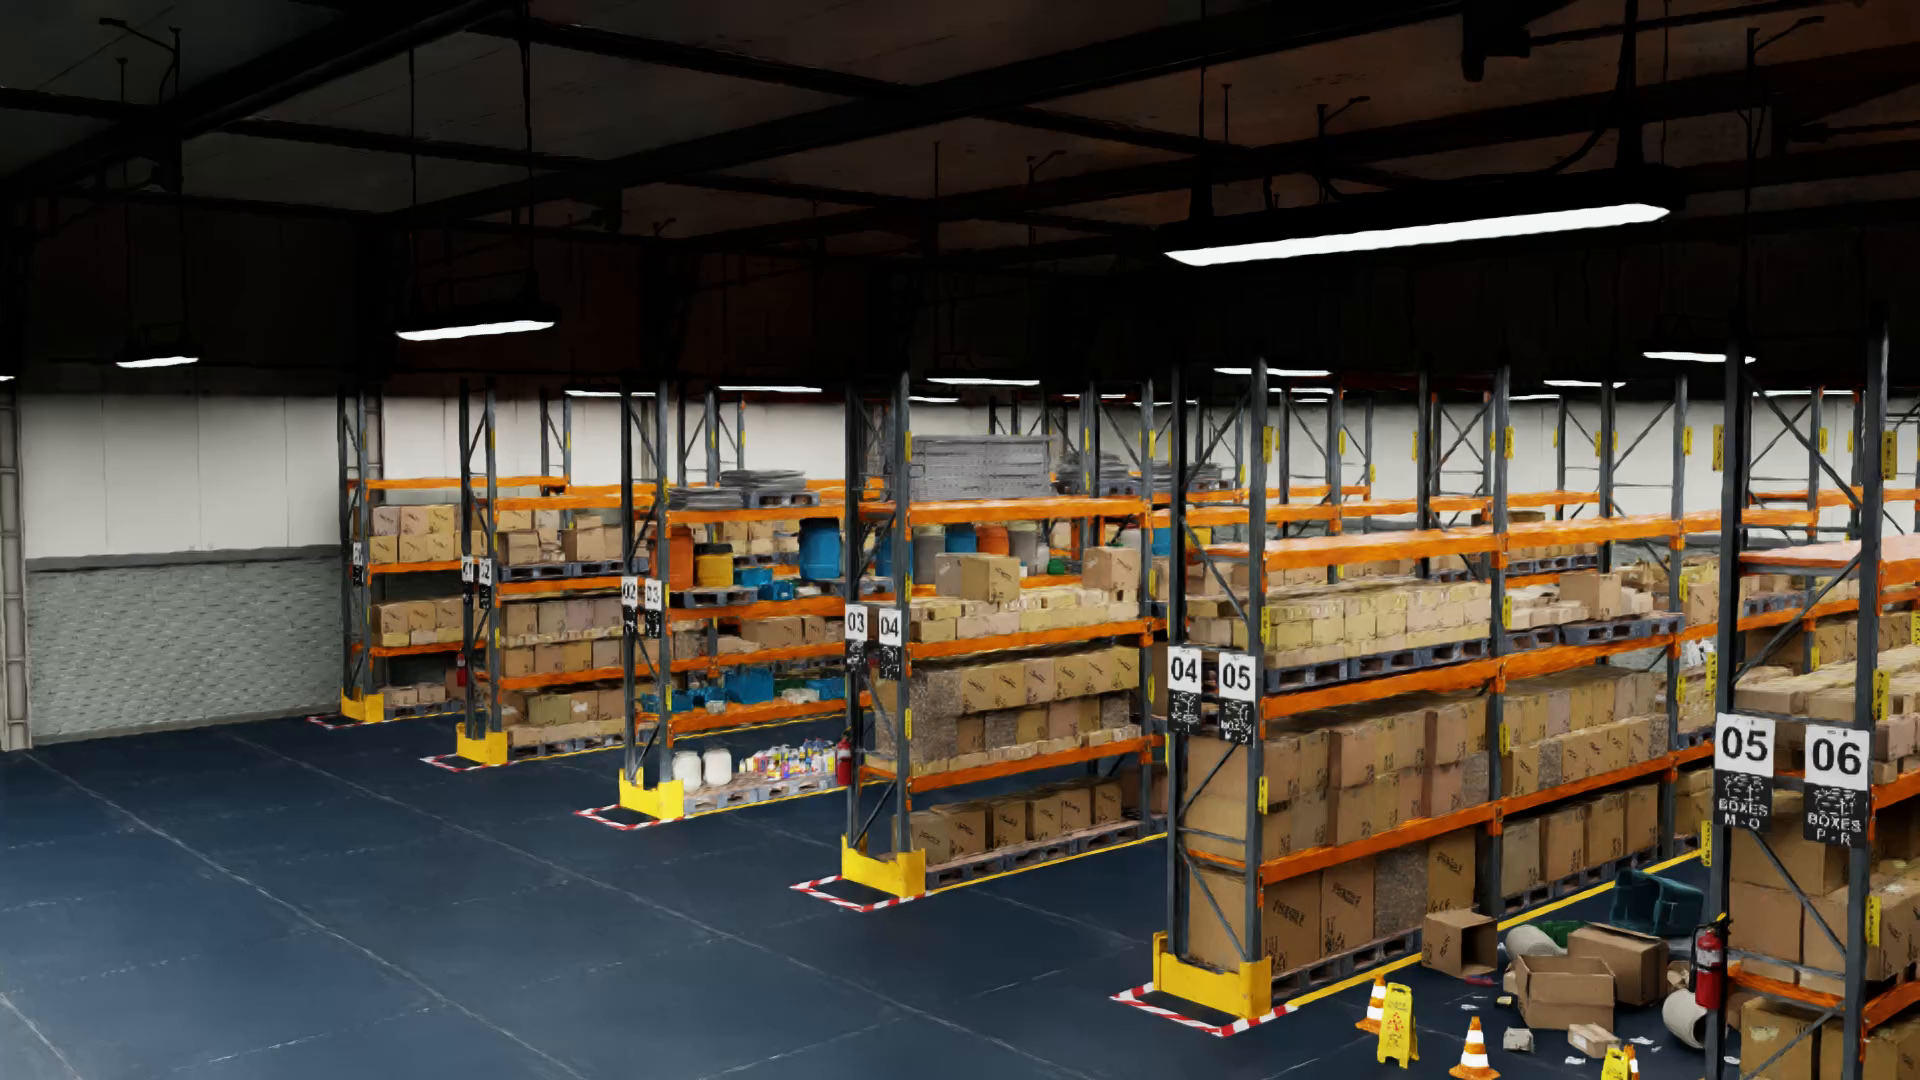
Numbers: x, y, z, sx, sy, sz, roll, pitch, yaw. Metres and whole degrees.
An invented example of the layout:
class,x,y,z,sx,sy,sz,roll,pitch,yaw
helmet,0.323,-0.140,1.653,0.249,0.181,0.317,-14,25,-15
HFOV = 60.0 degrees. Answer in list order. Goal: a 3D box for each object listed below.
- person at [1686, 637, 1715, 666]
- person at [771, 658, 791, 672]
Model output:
class,x,y,z,sx,sy,sz,roll,pitch,yaw
person,13.167,2.362,29.592,1.040,1.712,0.556,-3,5,-43
person,-3.426,2.304,31.953,0.519,1.541,0.566,-4,5,-44
